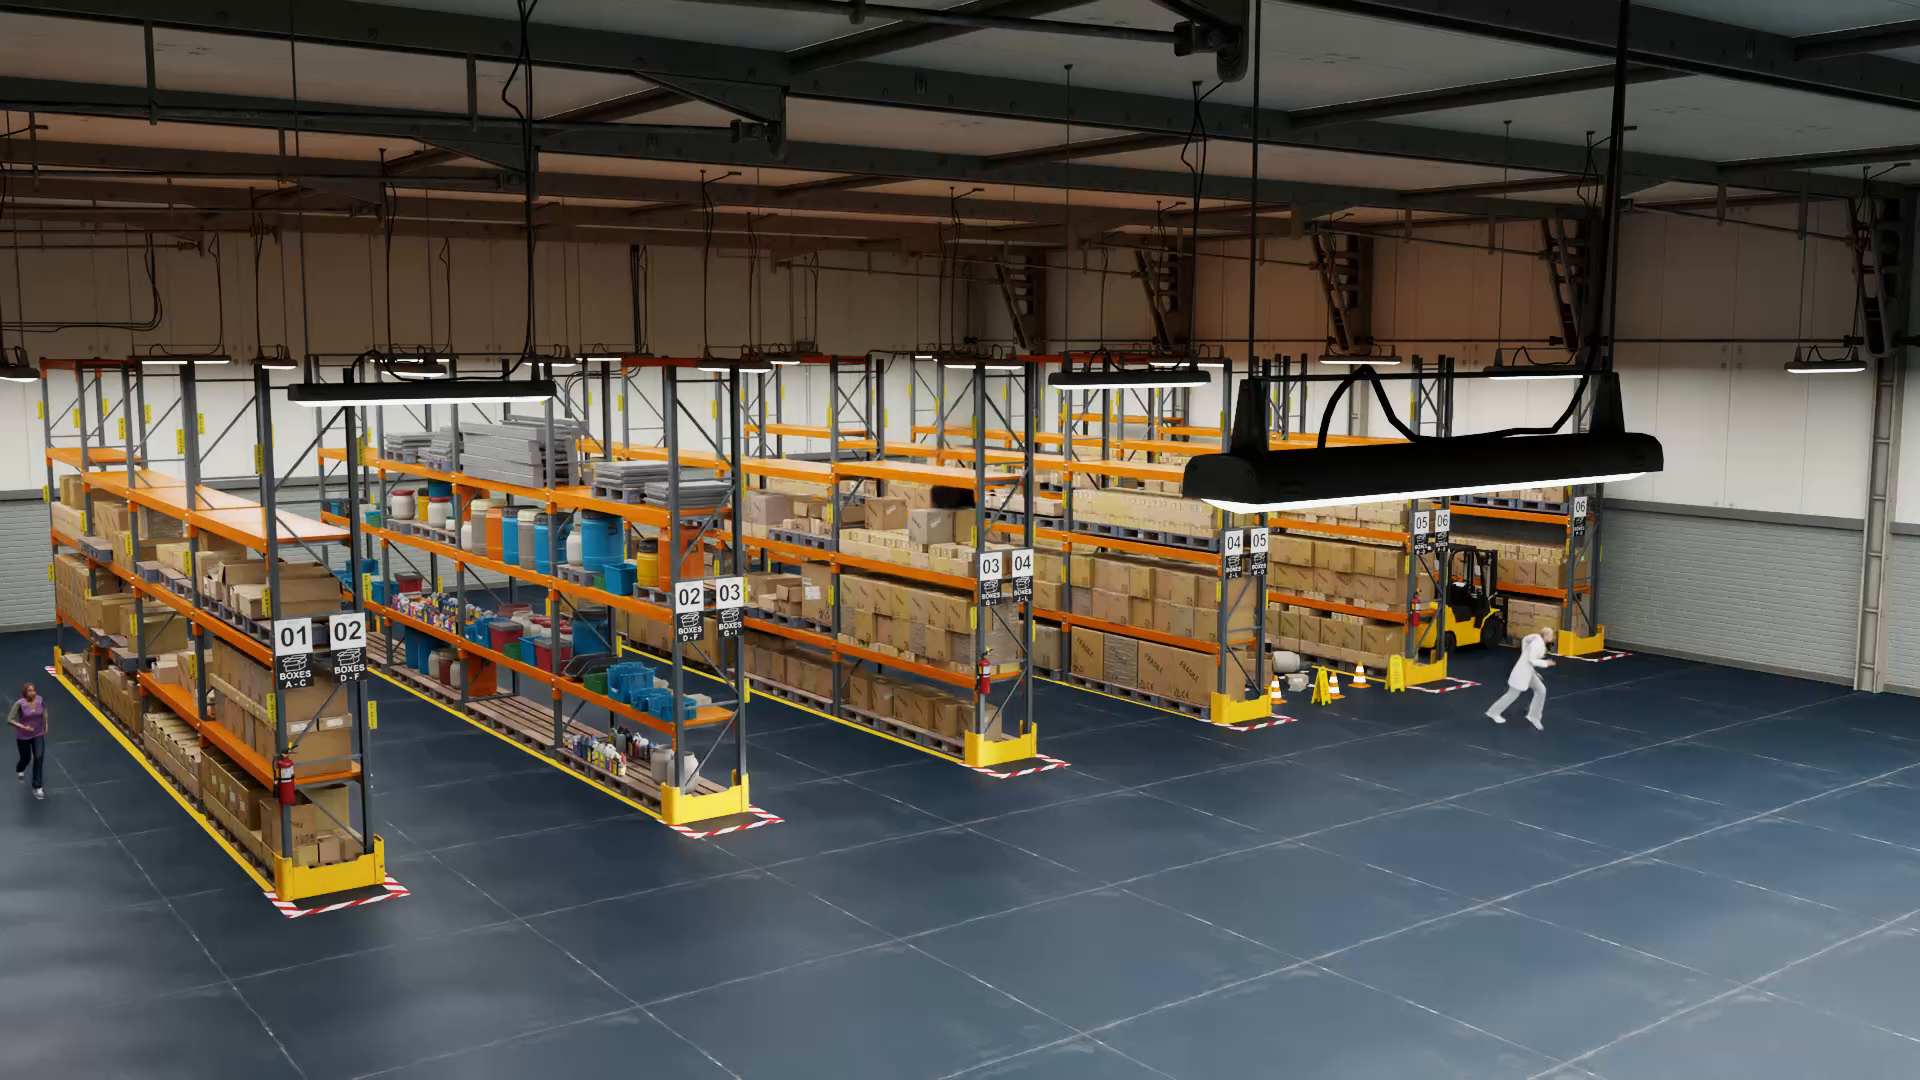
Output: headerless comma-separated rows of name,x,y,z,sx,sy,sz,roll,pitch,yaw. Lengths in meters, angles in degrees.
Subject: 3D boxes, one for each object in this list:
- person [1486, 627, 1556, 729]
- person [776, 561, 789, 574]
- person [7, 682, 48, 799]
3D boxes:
person,9.215,2.259,27.283,1.072,1.738,0.753,3,7,24
person,-4.404,0.500,41.972,0.531,1.636,0.619,2,7,18
person,-13.013,2.760,23.241,0.921,1.592,0.552,6,9,42
